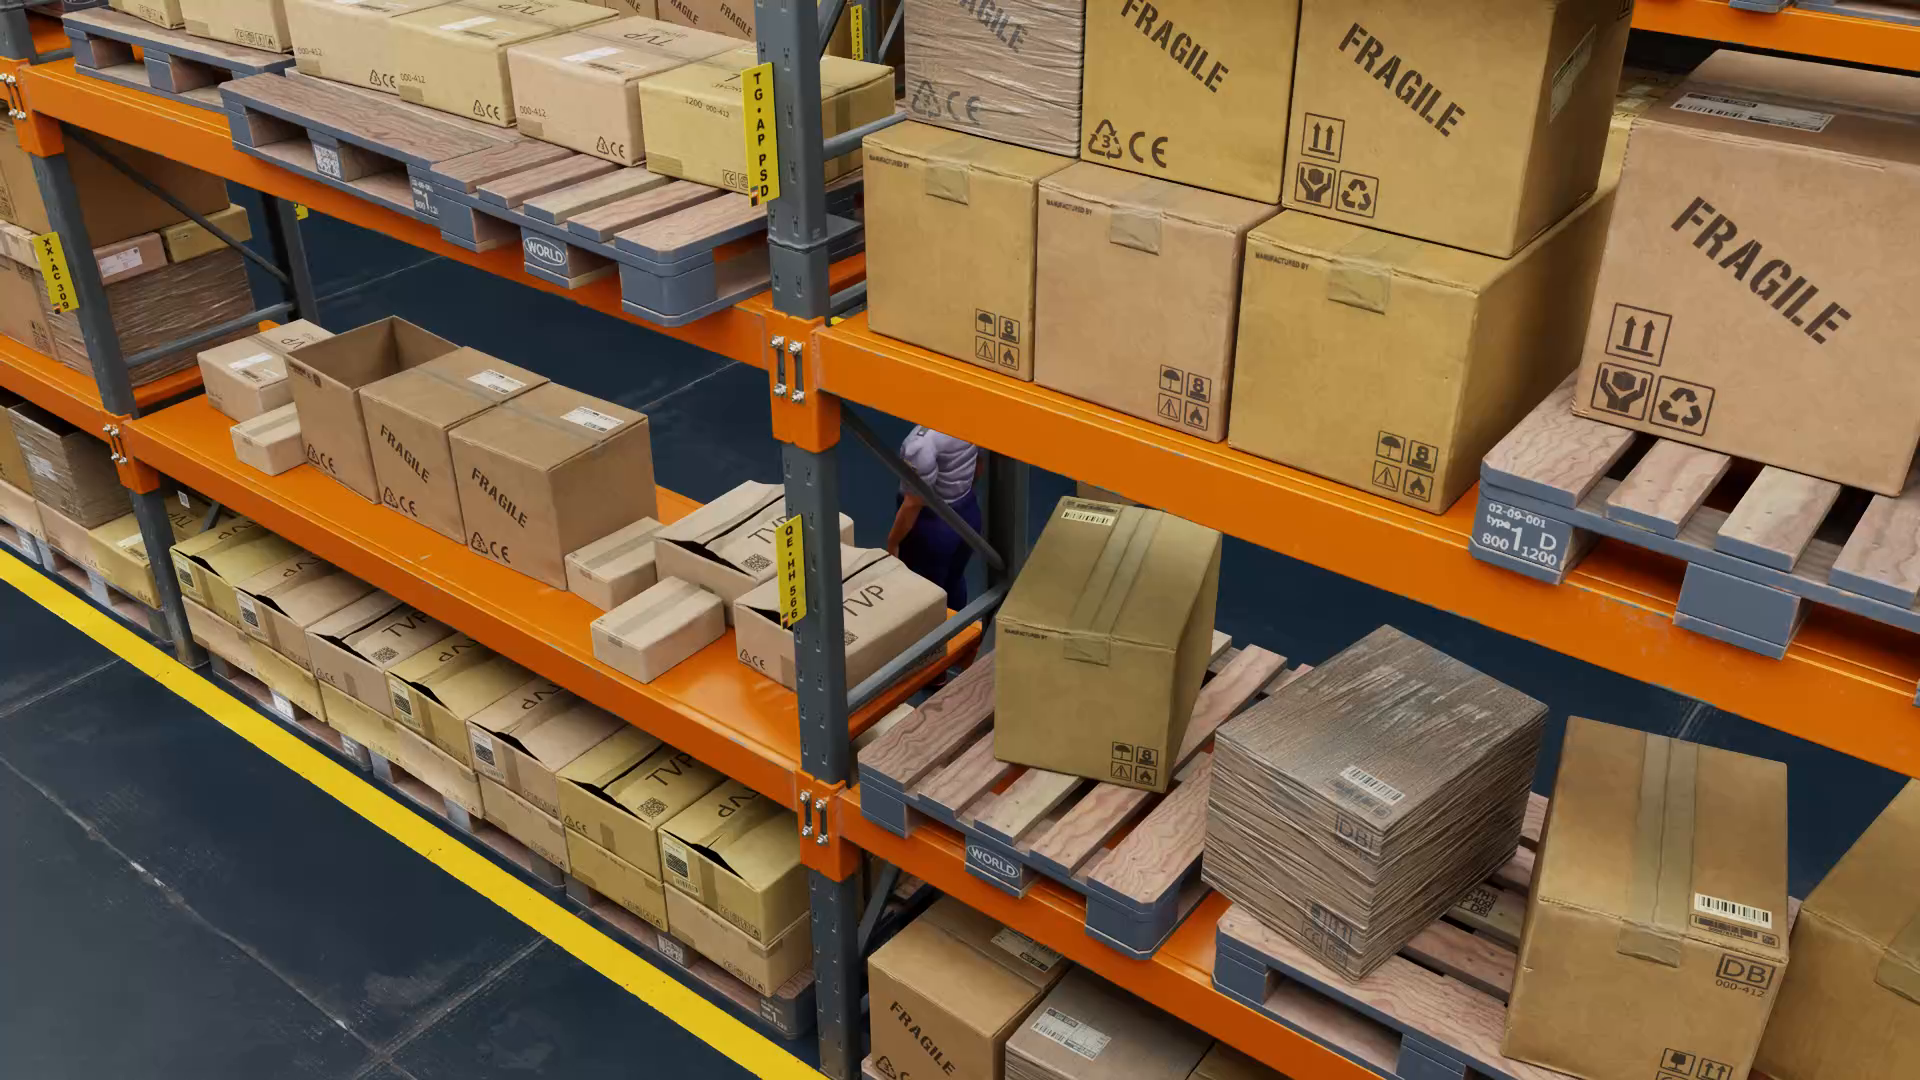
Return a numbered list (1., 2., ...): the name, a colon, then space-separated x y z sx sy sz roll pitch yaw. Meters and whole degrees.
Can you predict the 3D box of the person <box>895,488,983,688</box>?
1. person: -0.143 0.152 7.474 0.500 1.033 0.525 21 37 31
